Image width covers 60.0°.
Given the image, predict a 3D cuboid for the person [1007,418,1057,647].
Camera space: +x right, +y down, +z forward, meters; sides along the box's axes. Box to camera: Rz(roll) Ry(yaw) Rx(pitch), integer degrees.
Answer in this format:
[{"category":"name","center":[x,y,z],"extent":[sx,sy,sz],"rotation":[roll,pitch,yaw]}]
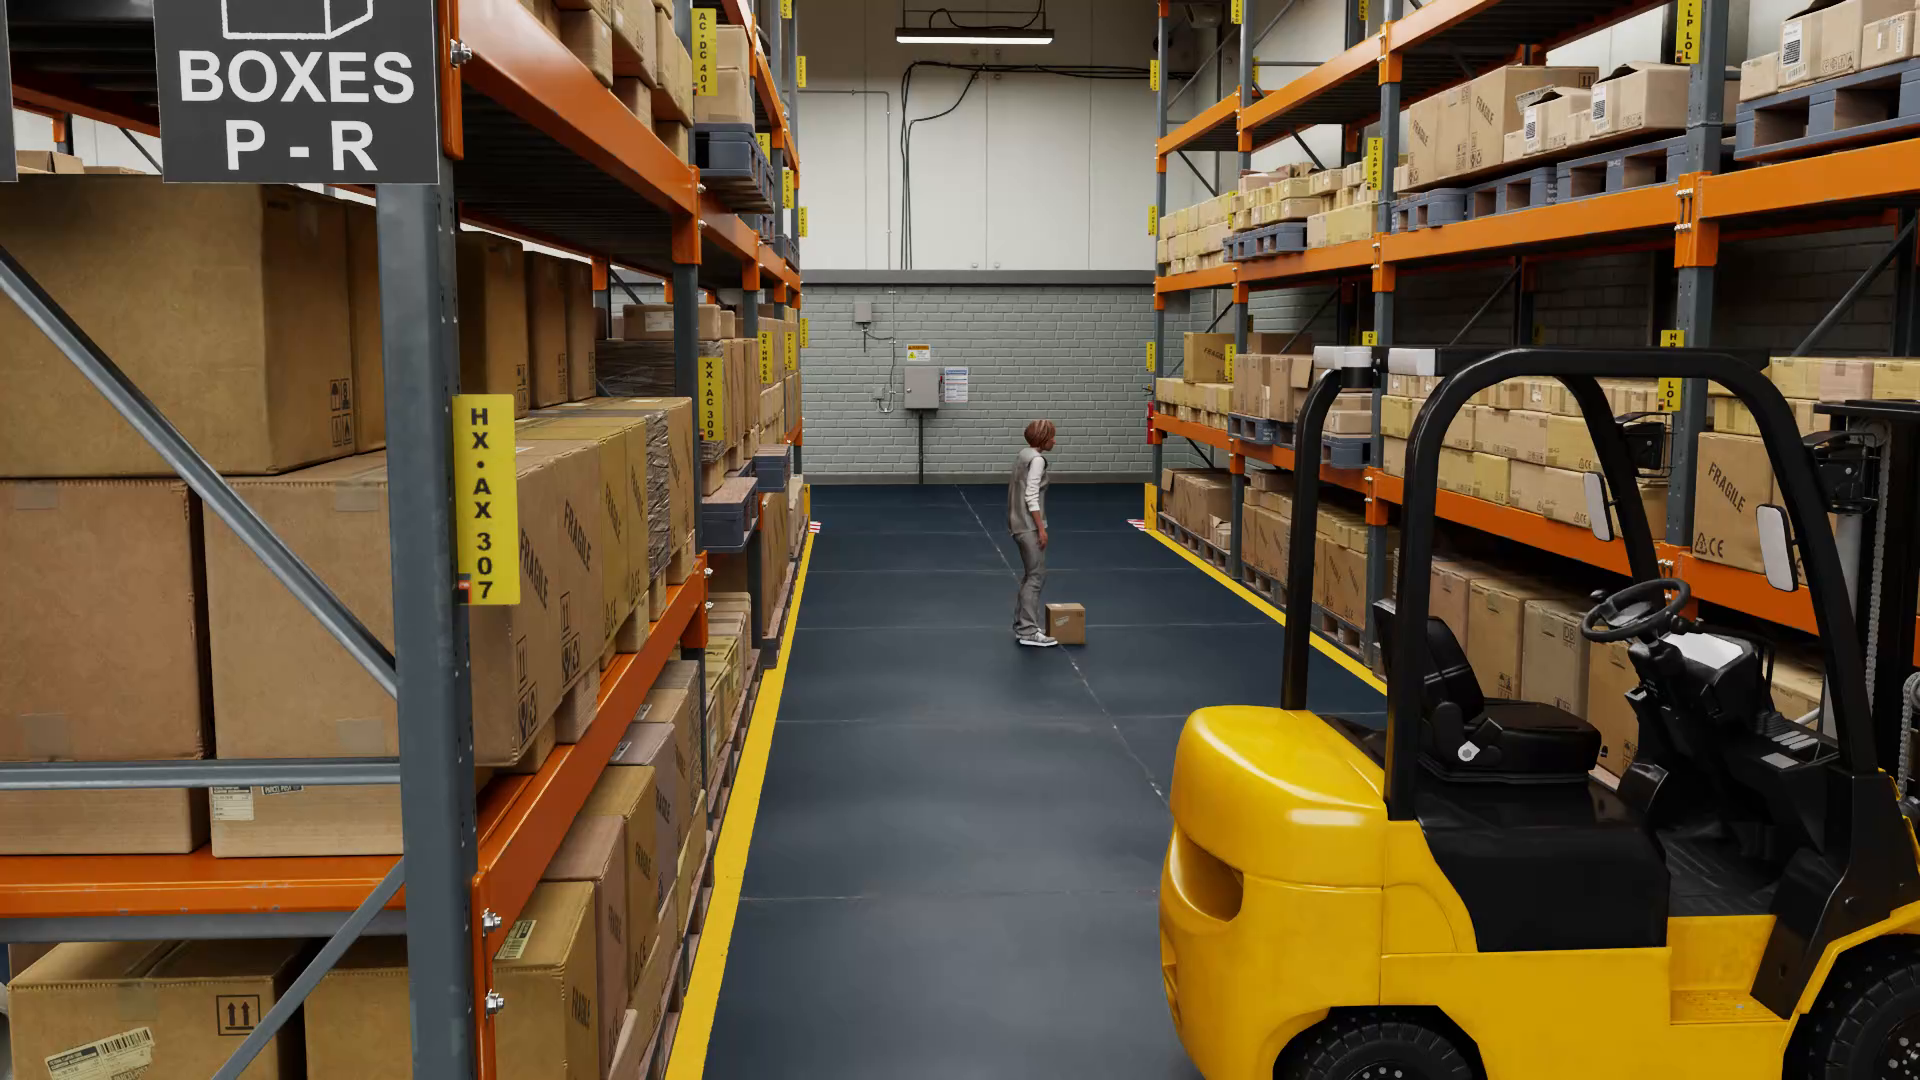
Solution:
[{"category":"person","center":[0.512,-0.064,11.818],"extent":[0.343,1.593,0.480],"rotation":[-1,7,-6]}]
